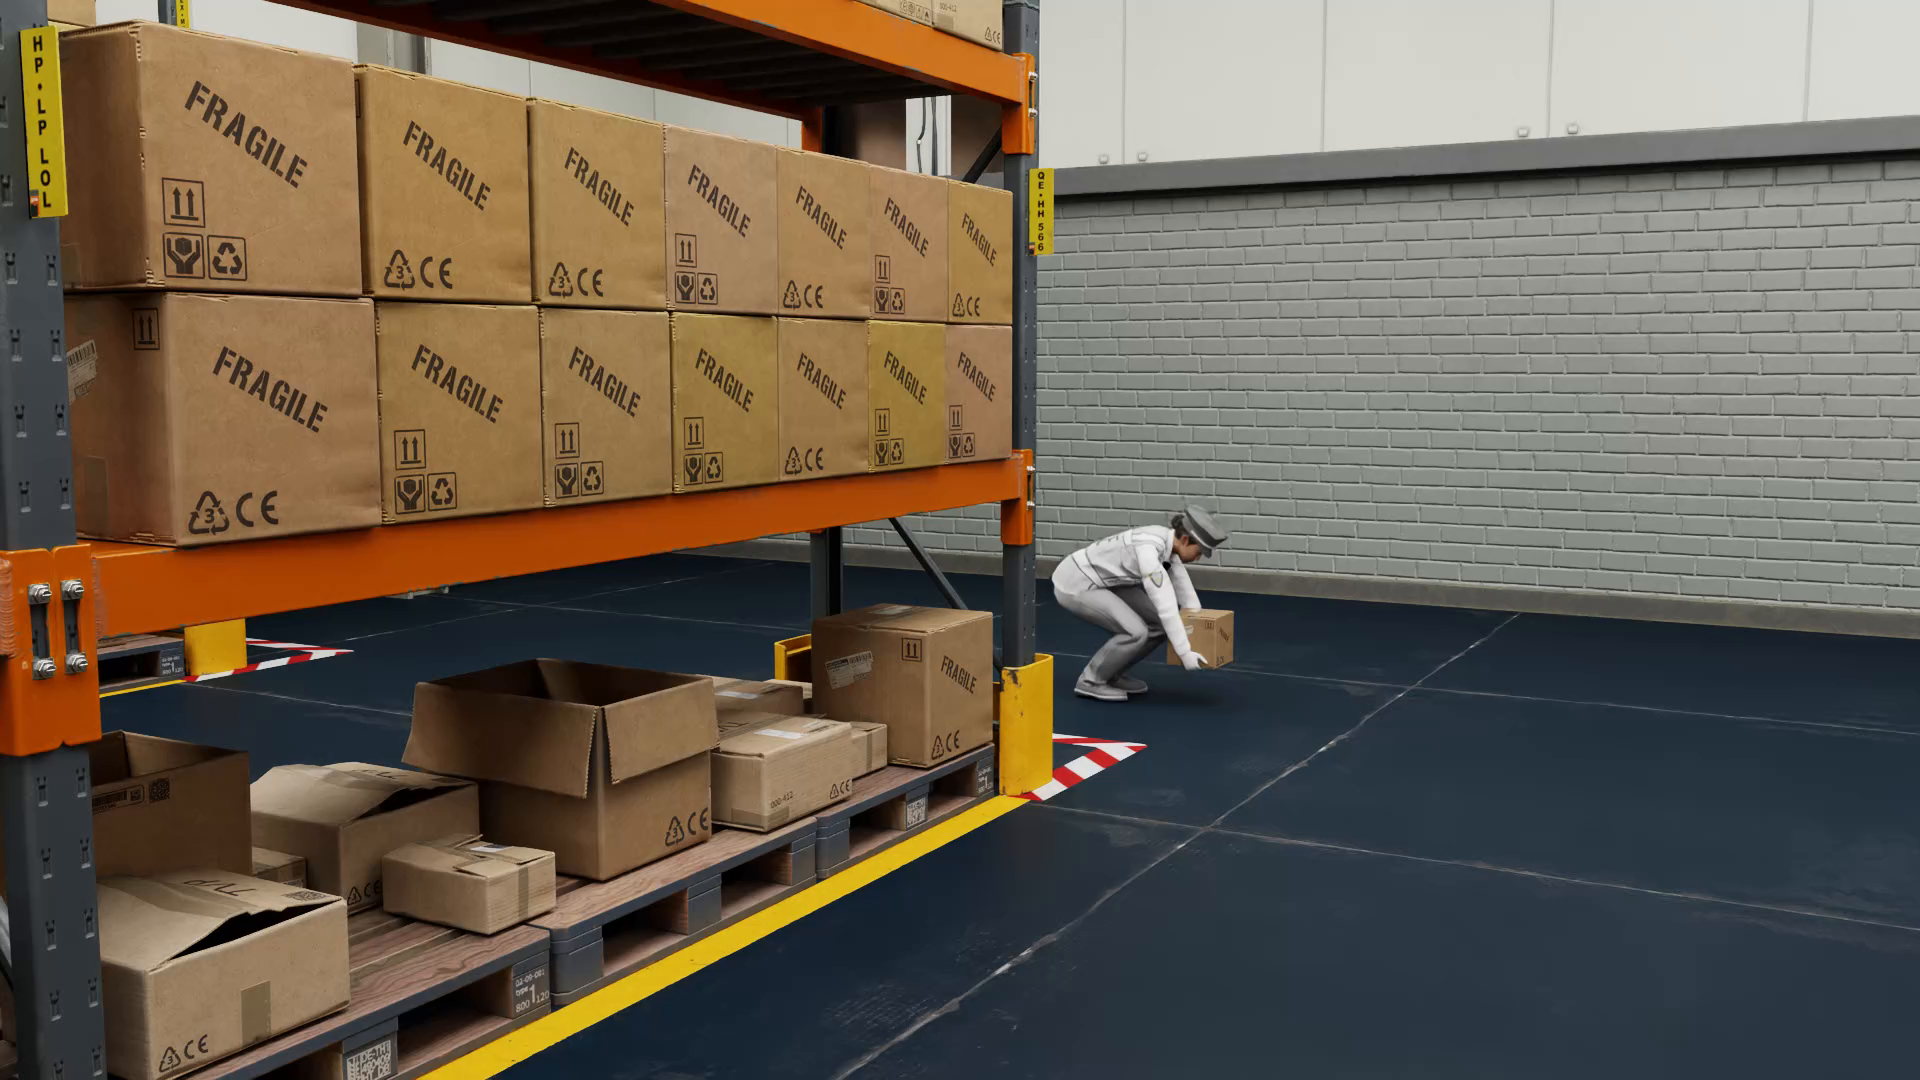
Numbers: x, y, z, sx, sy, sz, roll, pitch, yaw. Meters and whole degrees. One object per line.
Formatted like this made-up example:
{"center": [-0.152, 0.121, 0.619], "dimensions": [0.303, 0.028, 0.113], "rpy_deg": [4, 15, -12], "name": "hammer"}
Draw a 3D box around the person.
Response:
{"center": [0.893, 0.305, 8.273], "dimensions": [0.876, 0.981, 0.458], "rpy_deg": [3, 7, 27], "name": "person"}
